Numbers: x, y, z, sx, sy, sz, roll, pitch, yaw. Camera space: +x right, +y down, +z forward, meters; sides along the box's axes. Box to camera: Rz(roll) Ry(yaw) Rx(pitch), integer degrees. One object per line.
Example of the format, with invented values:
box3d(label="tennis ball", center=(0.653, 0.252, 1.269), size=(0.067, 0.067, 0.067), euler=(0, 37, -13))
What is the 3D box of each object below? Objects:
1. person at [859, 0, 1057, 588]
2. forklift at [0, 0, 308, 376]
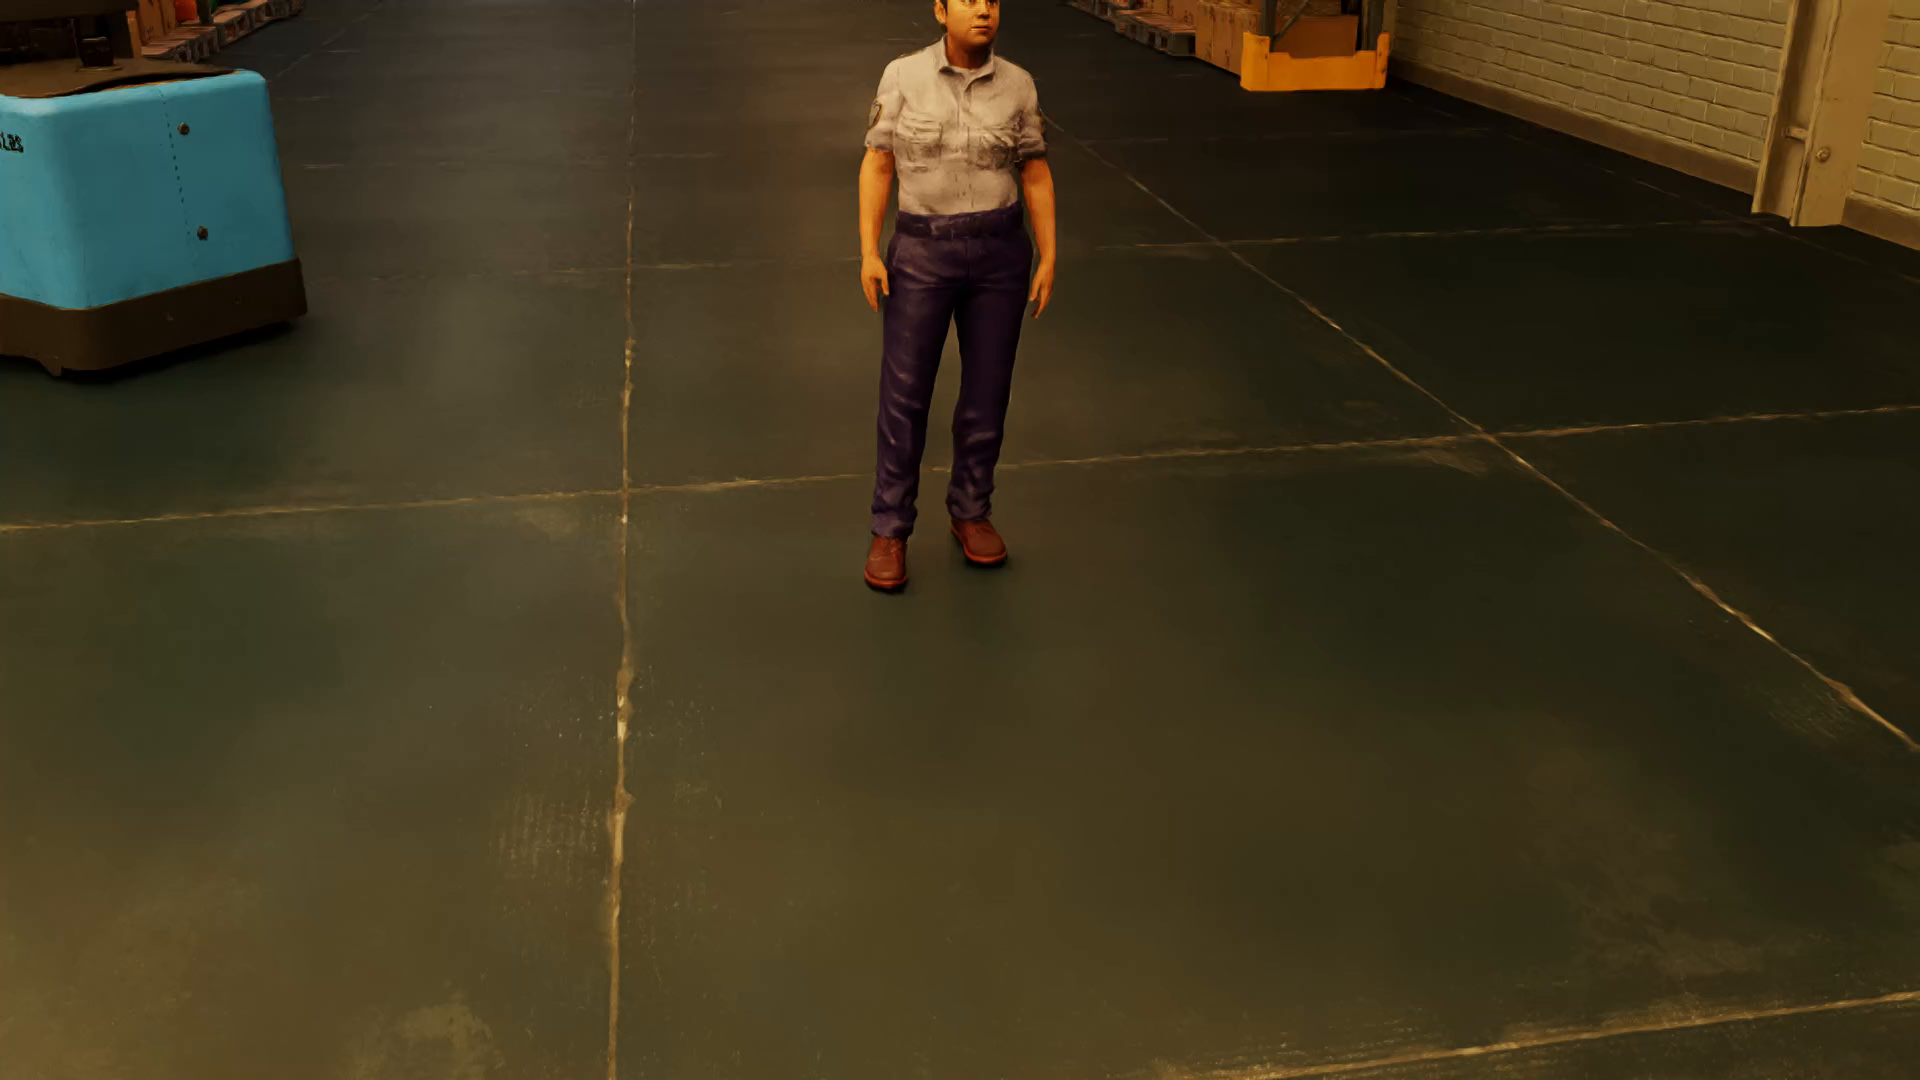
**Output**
box3d(label="person", center=(-0.007, -0.727, 4.613), size=(0.599, 1.650, 0.502), euler=(-4, 24, -9))
box3d(label="forklift", center=(-4.305, -2.405, 6.904), size=(3.031, 2.935, 1.130), euler=(14, 27, 29))
